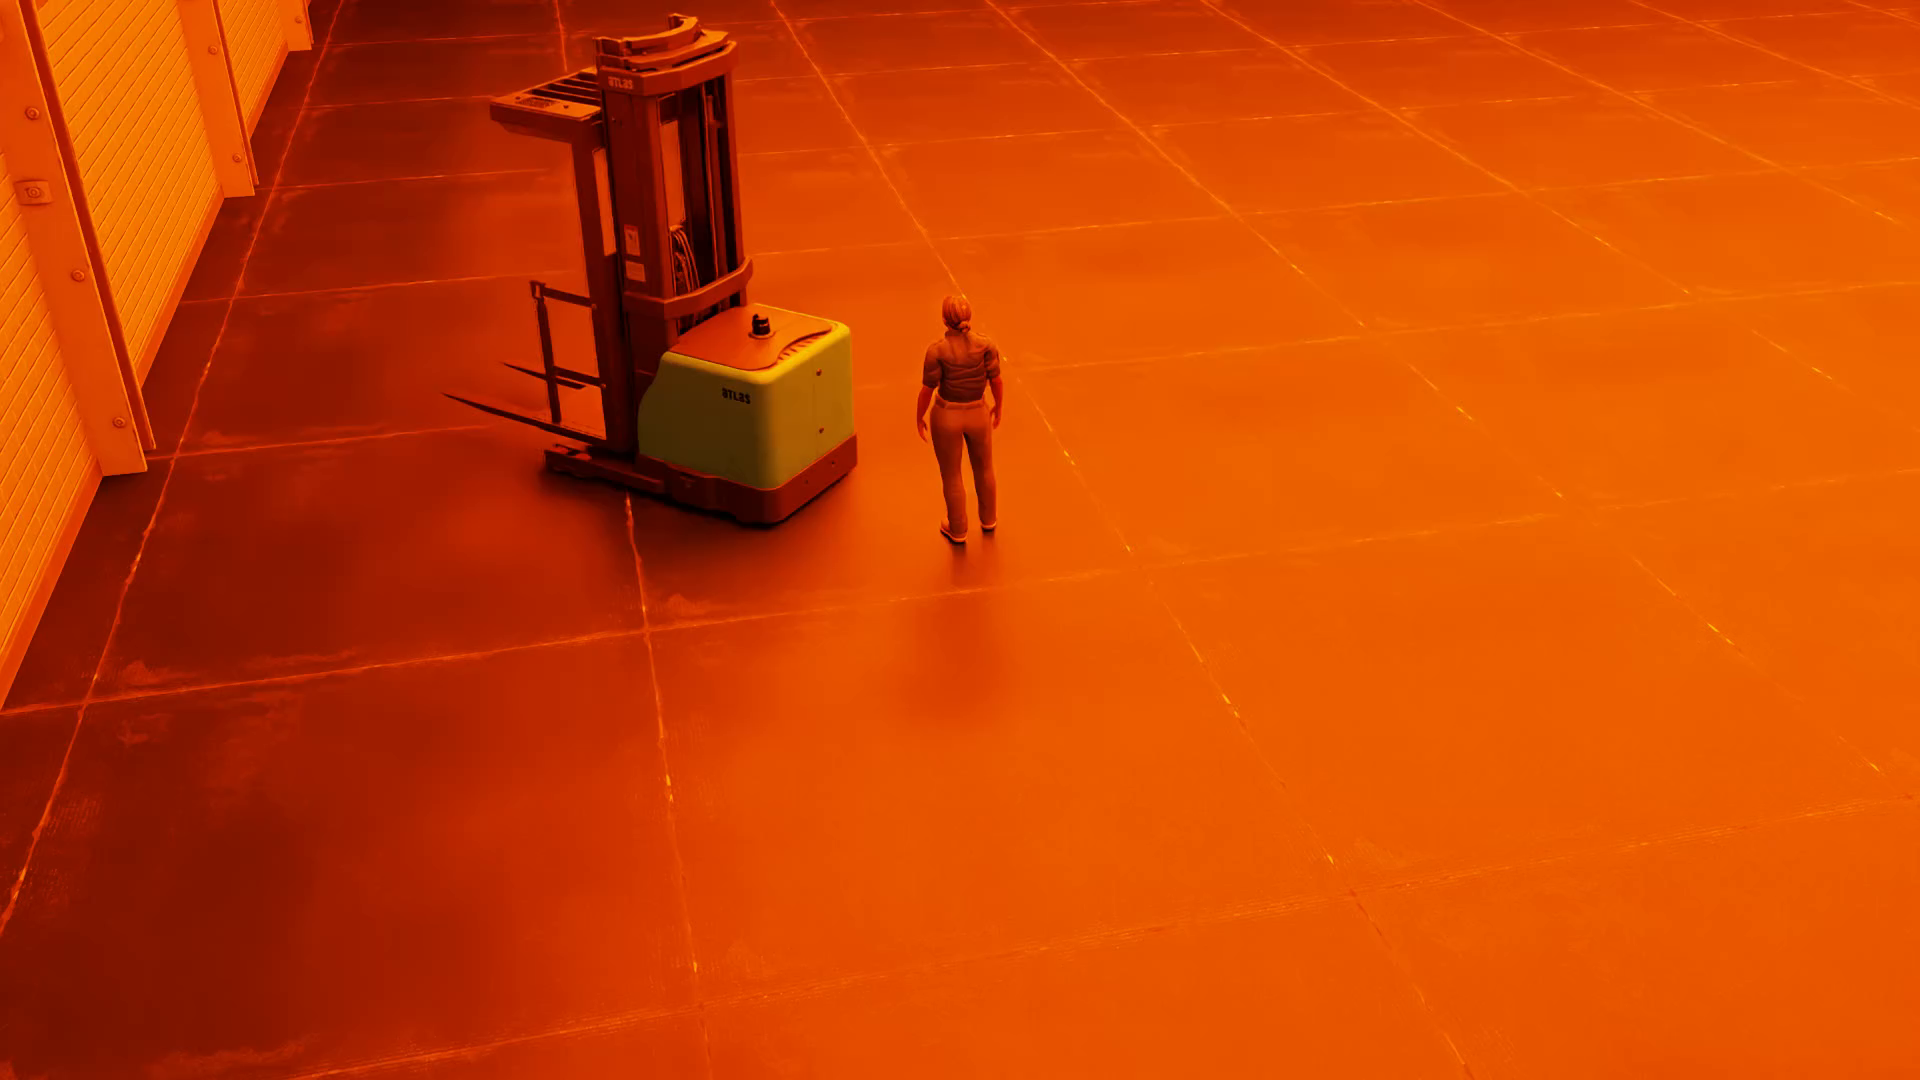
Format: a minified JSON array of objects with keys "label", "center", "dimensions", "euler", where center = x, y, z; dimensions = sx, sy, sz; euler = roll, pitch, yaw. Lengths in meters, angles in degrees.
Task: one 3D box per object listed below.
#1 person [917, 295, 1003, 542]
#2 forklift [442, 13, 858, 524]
[{"label":"person","center":[-0.001,-0.763,10.163],"dimensions":[0.569,1.644,0.503],"euler":[-7,31,-12]},{"label":"forklift","center":[-2.226,-1.899,10.855],"dimensions":[3.031,2.935,1.130],"euler":[16,34,26]}]
